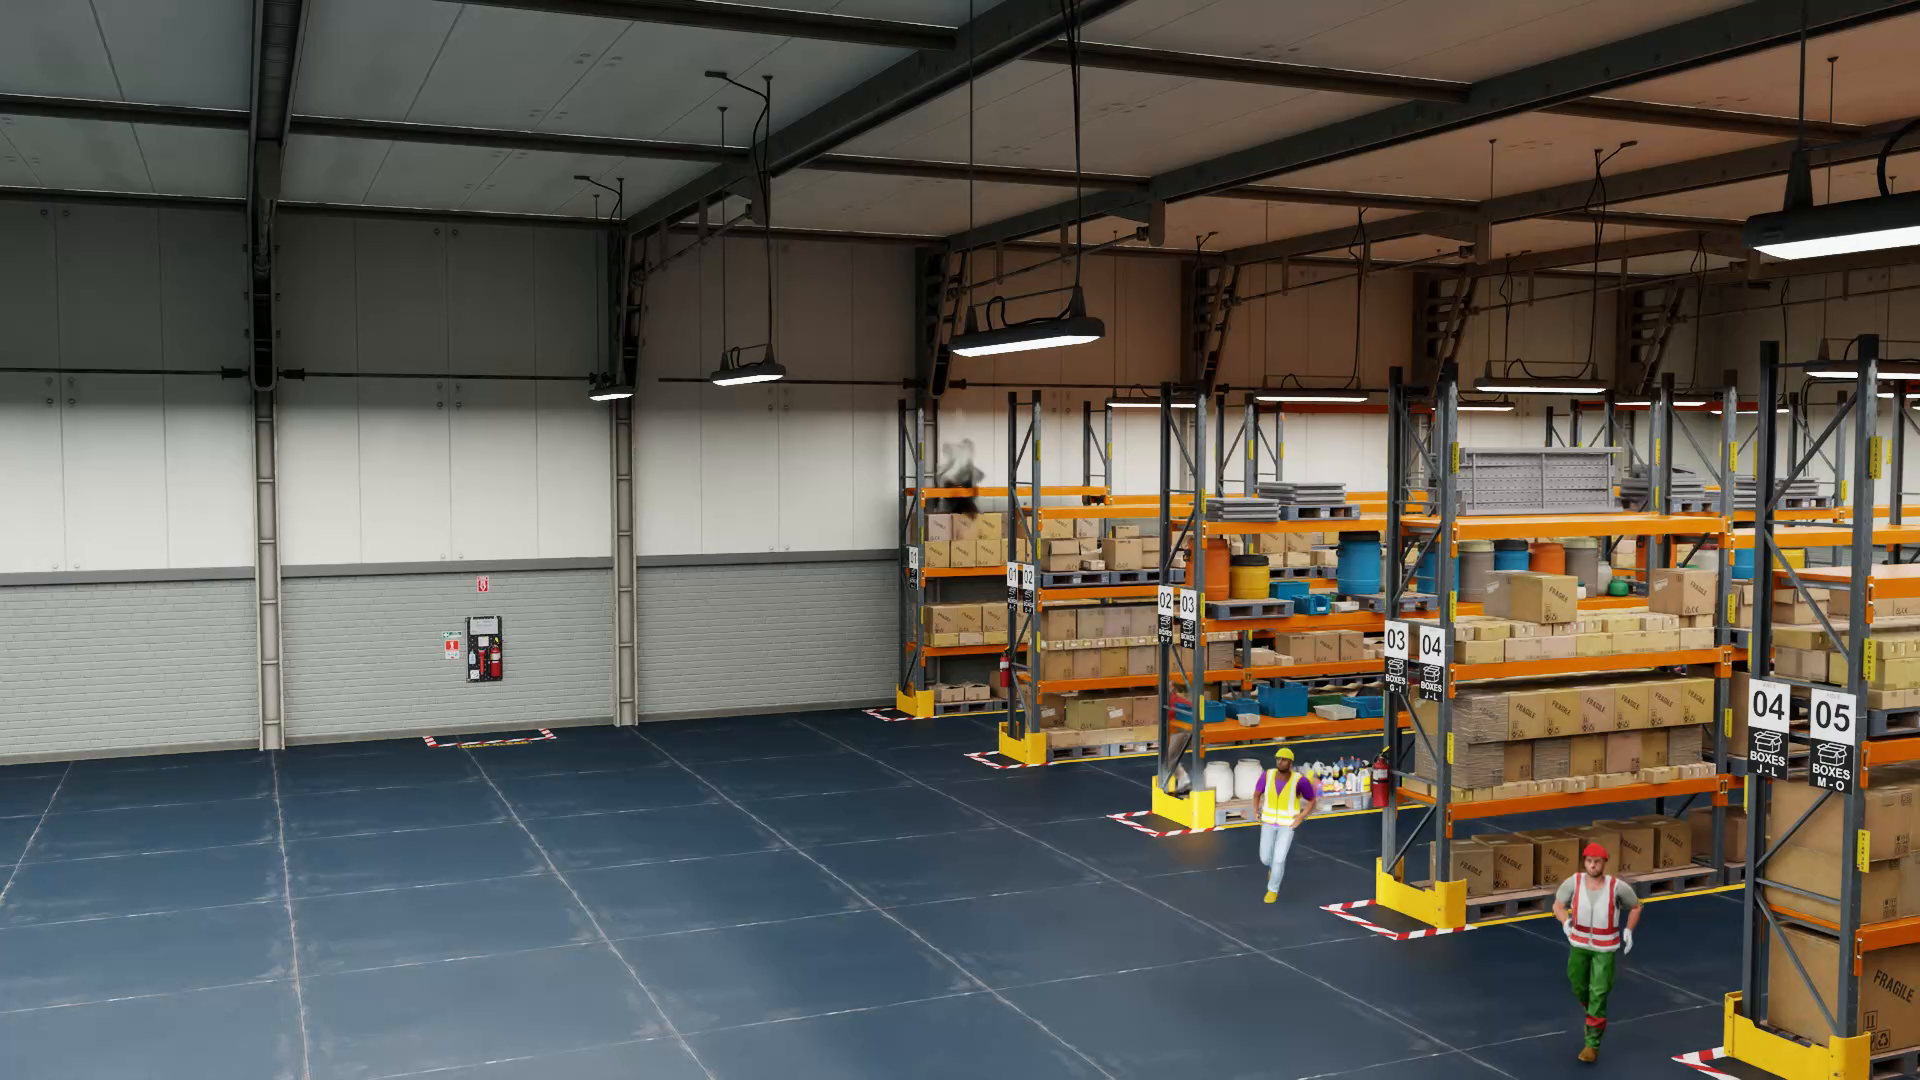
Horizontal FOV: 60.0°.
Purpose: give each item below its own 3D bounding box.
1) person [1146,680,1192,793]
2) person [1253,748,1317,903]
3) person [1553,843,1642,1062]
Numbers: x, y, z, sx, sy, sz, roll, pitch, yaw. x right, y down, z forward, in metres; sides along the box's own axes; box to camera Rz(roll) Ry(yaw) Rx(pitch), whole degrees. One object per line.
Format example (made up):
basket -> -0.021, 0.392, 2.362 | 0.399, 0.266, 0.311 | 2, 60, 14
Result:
person -> 3.106, 2.887, 24.428 | 0.721, 1.678, 0.669 | -1, 4, -17
person -> 3.674, 3.205, 18.879 | 0.722, 1.732, 0.667 | 2, 4, 28
person -> 5.373, 3.436, 14.069 | 0.694, 1.780, 0.854 | 2, 4, 28
